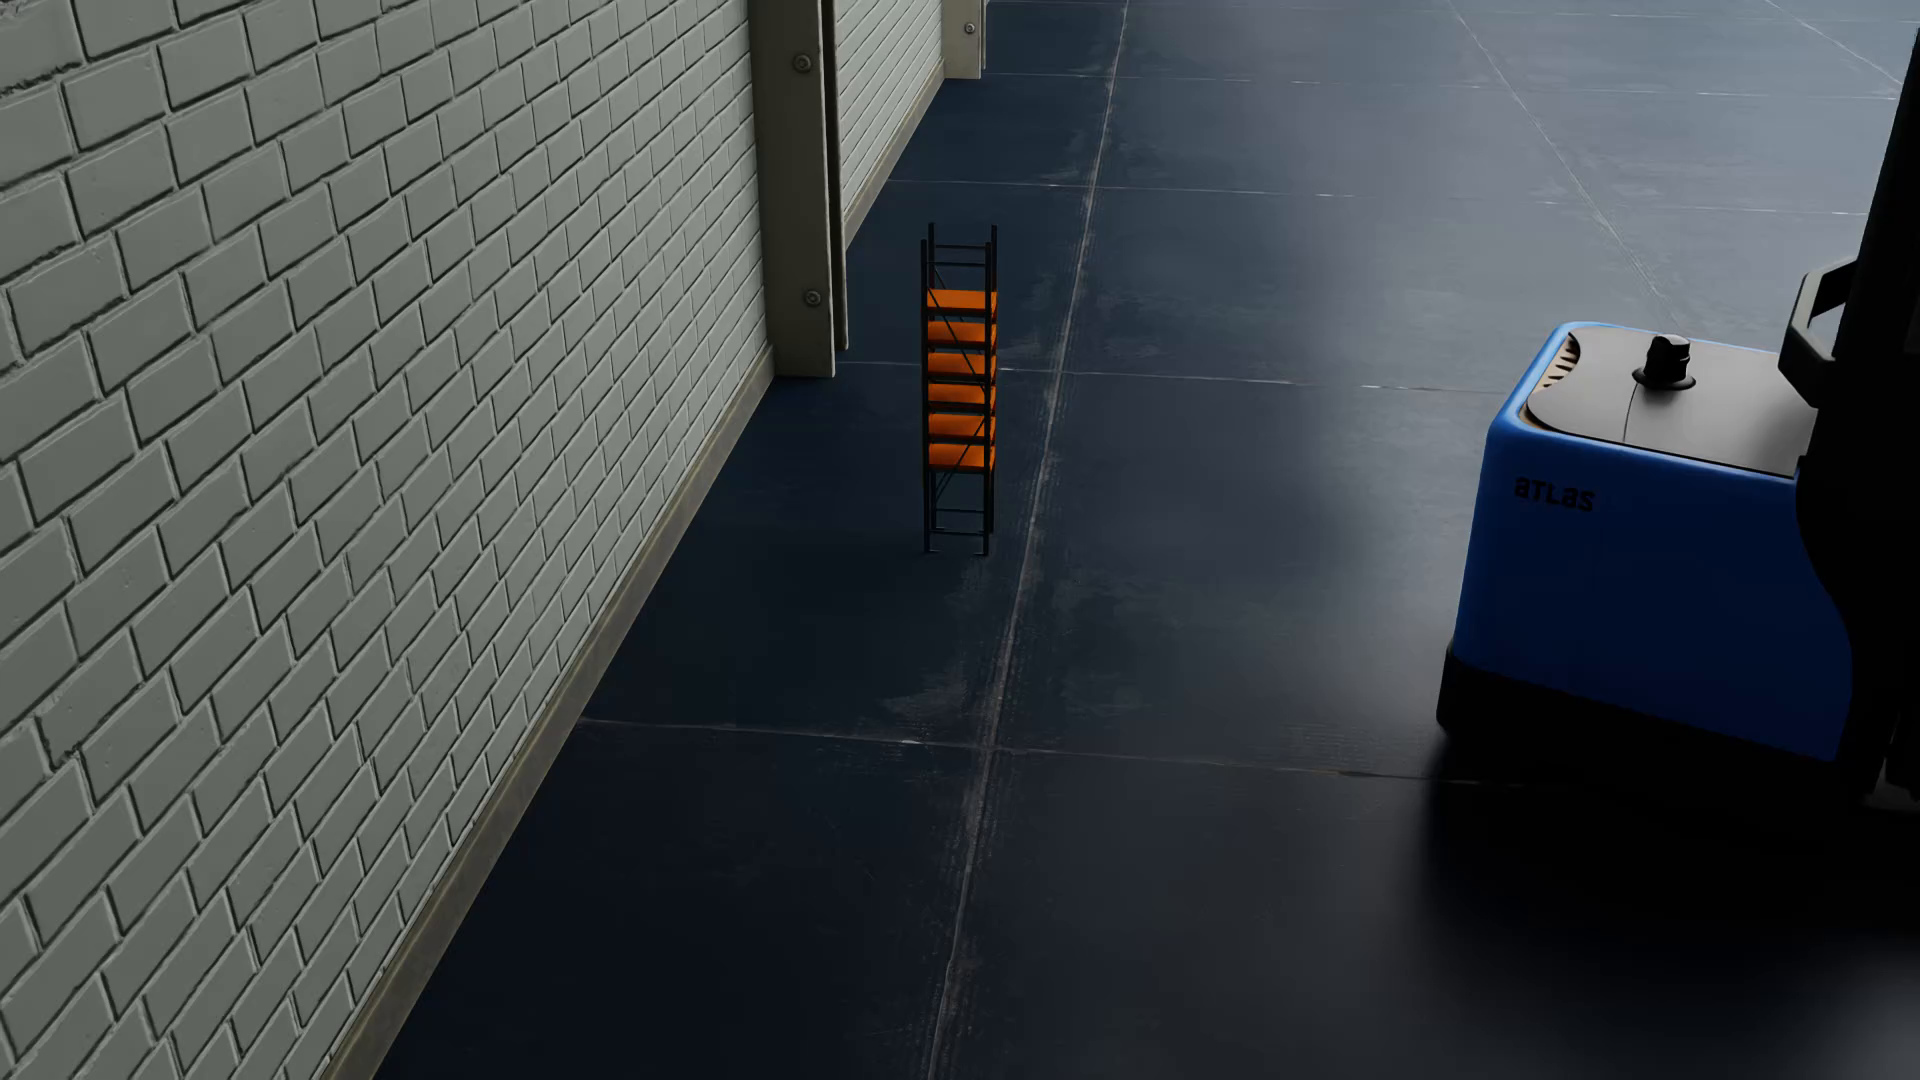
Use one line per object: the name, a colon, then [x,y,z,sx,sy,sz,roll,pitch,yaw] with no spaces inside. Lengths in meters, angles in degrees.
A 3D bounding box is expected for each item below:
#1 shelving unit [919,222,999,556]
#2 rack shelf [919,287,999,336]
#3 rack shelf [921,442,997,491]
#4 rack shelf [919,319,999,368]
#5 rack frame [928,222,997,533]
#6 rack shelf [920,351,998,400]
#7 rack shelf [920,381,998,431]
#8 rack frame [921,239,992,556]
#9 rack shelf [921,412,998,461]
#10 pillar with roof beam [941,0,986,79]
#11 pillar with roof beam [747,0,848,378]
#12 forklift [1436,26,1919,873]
shelving unit: [-0.002,-0.521,5.953,0.258,1.200,0.189,3,28,6]
rack shelf: [-0.002,-0.799,5.803,0.258,0.103,0.180,3,28,6]
rack shelf: [-0.002,-0.271,6.088,0.258,0.103,0.180,3,28,6]
rack shelf: [-0.002,-0.694,5.860,0.258,0.103,0.180,3,28,6]
rack frame: [0.009,-0.564,6.033,0.240,1.200,0.006,3,28,6]
rack shelf: [-0.002,-0.588,5.917,0.258,0.103,0.180,3,28,6]
rack shelf: [-0.002,-0.482,5.974,0.258,0.103,0.180,3,28,6]
rack frame: [-0.013,-0.478,5.873,0.240,1.200,0.006,3,28,6]
rack shelf: [-0.002,-0.377,6.031,0.258,0.103,0.180,3,28,6]
pillar with roof beam: [4.296,-7.383,10.467,9.100,9.000,0.400,3,28,6]
pillar with roof beam: [3.561,-4.559,5.225,9.100,9.000,0.400,3,28,6]
forklift: [2.996,-0.522,4.129,3.031,2.935,1.130,15,32,25]
